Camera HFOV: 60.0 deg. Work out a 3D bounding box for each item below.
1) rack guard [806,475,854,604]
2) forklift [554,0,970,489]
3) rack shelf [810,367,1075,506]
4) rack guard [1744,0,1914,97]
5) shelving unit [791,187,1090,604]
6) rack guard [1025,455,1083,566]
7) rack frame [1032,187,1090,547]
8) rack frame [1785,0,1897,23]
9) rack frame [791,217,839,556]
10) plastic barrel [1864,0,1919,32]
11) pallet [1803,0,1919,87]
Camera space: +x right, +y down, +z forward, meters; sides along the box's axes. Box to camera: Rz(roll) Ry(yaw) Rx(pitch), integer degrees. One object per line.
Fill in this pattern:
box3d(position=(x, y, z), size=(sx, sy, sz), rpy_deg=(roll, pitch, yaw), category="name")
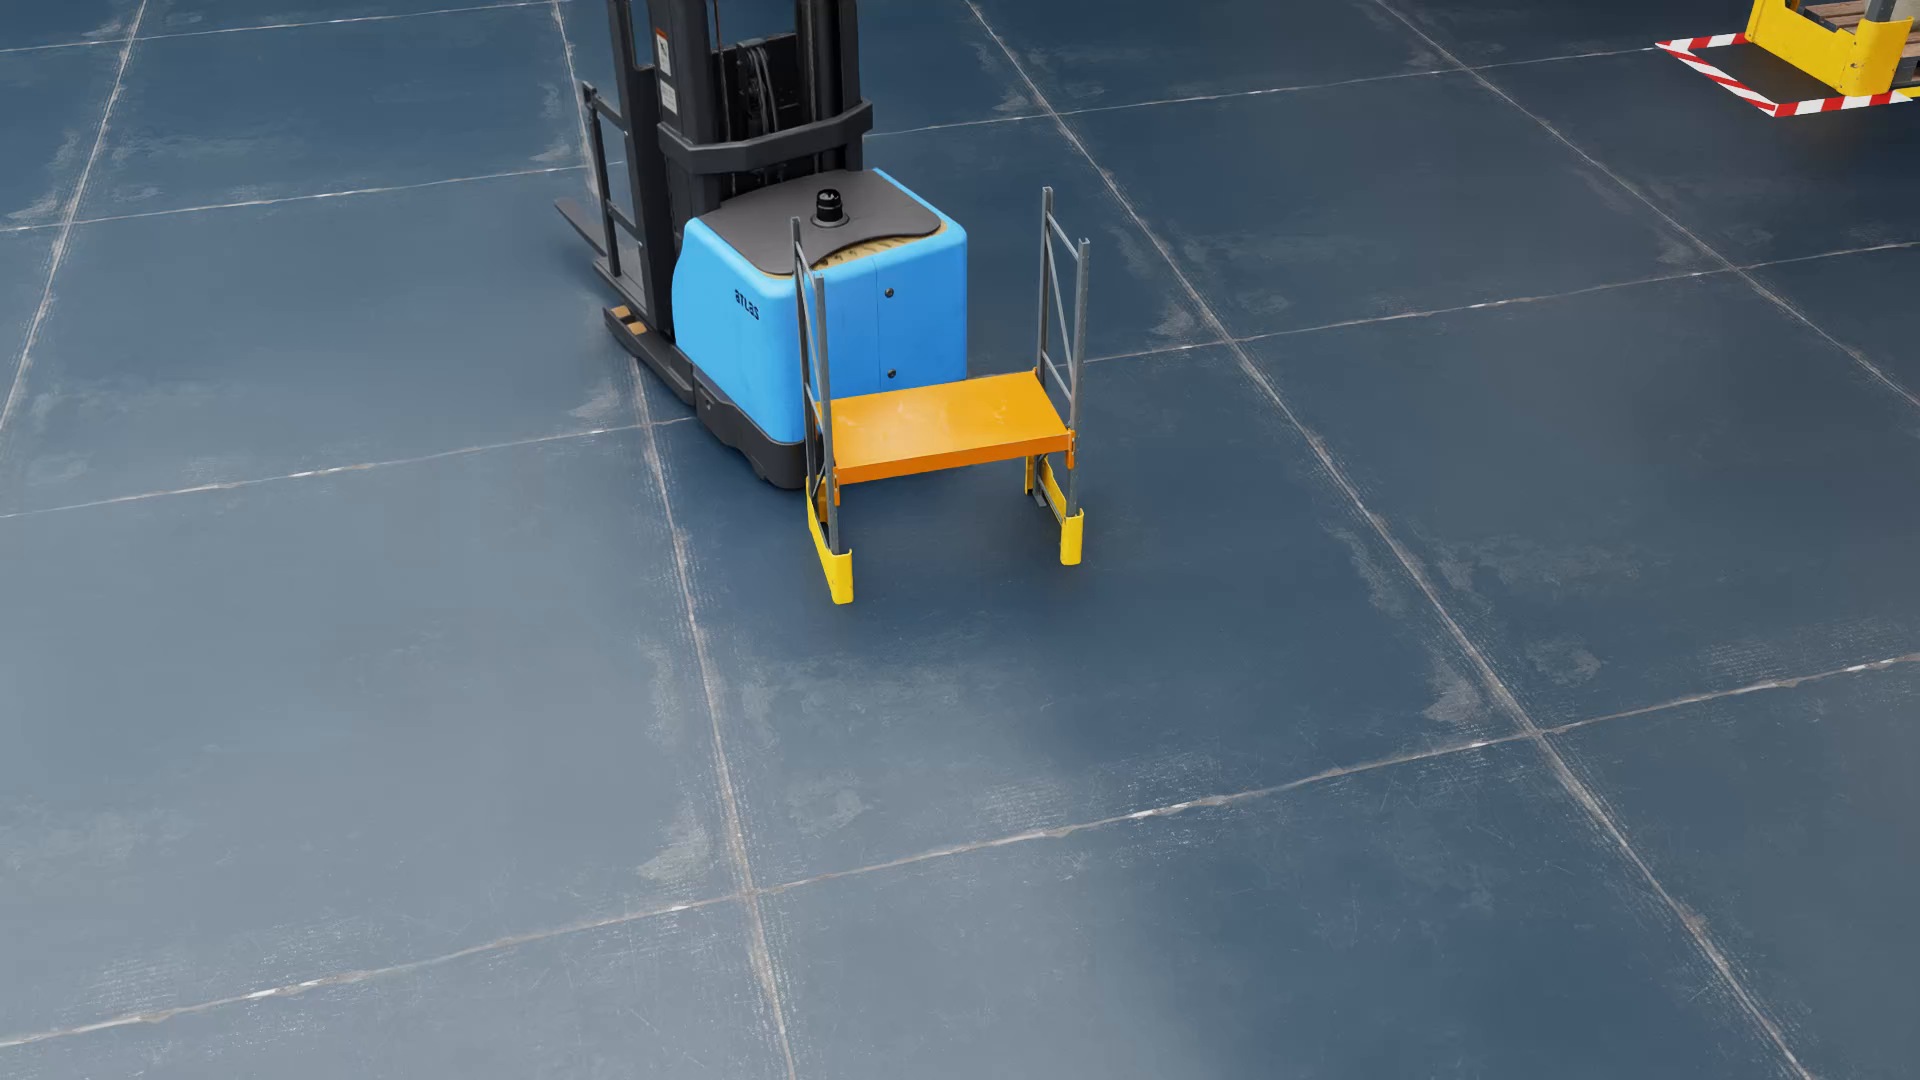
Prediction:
box3d(position=(-0.554, -0.008, 7.055), size=(0.087, 0.250, 0.587), rpy_deg=(-9, 38, -12), category="rack guard")
box3d(position=(-1.182, -2.253, 7.783), size=(1.130, 2.935, 3.031), rpy_deg=(-22, 42, -26), category="forklift")
box3d(position=(-0.082, -0.439, 6.886), size=(1.000, 0.185, 0.538), rpy_deg=(-9, 38, -12), category="rack shelf")
box3d(position=(5.954, -3.523, 11.445), size=(0.348, 0.500, 1.175), rpy_deg=(-9, 38, -12), category="rack guard")
box3d(position=(-0.074, -0.584, 6.779), size=(1.083, 1.500, 0.587), rpy_deg=(-9, 38, -12), category="shelving unit")
box3d(position=(0.407, -0.166, 7.261), size=(0.087, 0.250, 0.587), rpy_deg=(-9, 38, -12), category="rack guard")
box3d(position=(0.408, -0.663, 6.882), size=(0.032, 1.500, 0.500), rpy_deg=(-9, 38, -12), category="rack frame")
box3d(position=(5.893, -4.477, 10.633), size=(0.127, 3.000, 1.000), rpy_deg=(-9, 38, -12), category="rack frame")
box3d(position=(-0.573, -0.502, 6.671), size=(0.032, 1.500, 0.500), rpy_deg=(-9, 38, -12), category="rack frame")
box3d(position=(6.508, -3.804, 11.457), size=(0.421, 0.512, 0.421), rpy_deg=(0, 37, 0), category="plastic barrel")
box3d(position=(6.740, -3.534, 11.697), size=(1.213, 0.211, 1.003), rpy_deg=(-9, 38, -12), category="pallet")
